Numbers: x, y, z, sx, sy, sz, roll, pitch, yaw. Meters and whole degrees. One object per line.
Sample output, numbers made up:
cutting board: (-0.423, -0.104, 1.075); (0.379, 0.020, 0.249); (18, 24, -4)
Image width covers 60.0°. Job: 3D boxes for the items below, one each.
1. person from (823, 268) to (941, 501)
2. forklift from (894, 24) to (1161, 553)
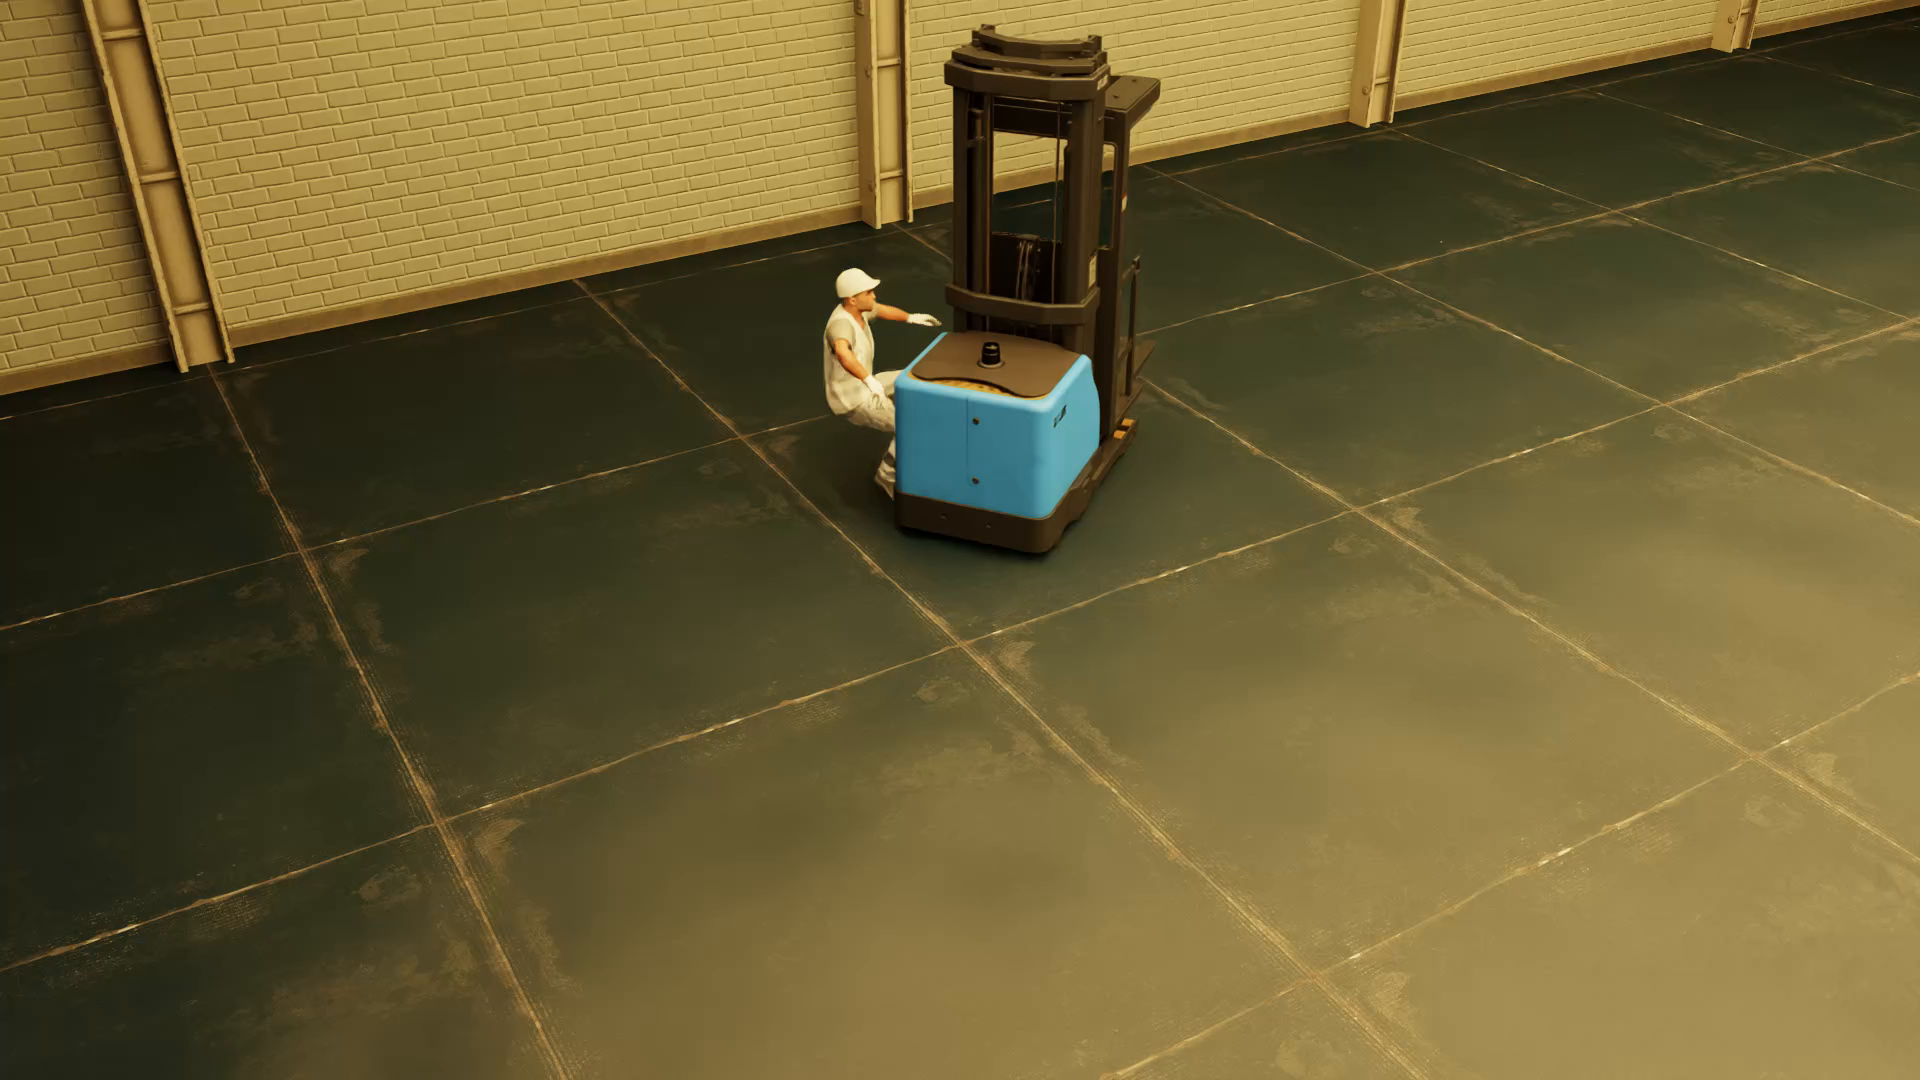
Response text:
person: (-0.427, -0.977, 10.524); (0.859, 1.499, 1.136); (1, 31, 2)
forklift: (0.606, -1.920, 10.854); (1.130, 2.935, 3.031); (12, 33, 19)
